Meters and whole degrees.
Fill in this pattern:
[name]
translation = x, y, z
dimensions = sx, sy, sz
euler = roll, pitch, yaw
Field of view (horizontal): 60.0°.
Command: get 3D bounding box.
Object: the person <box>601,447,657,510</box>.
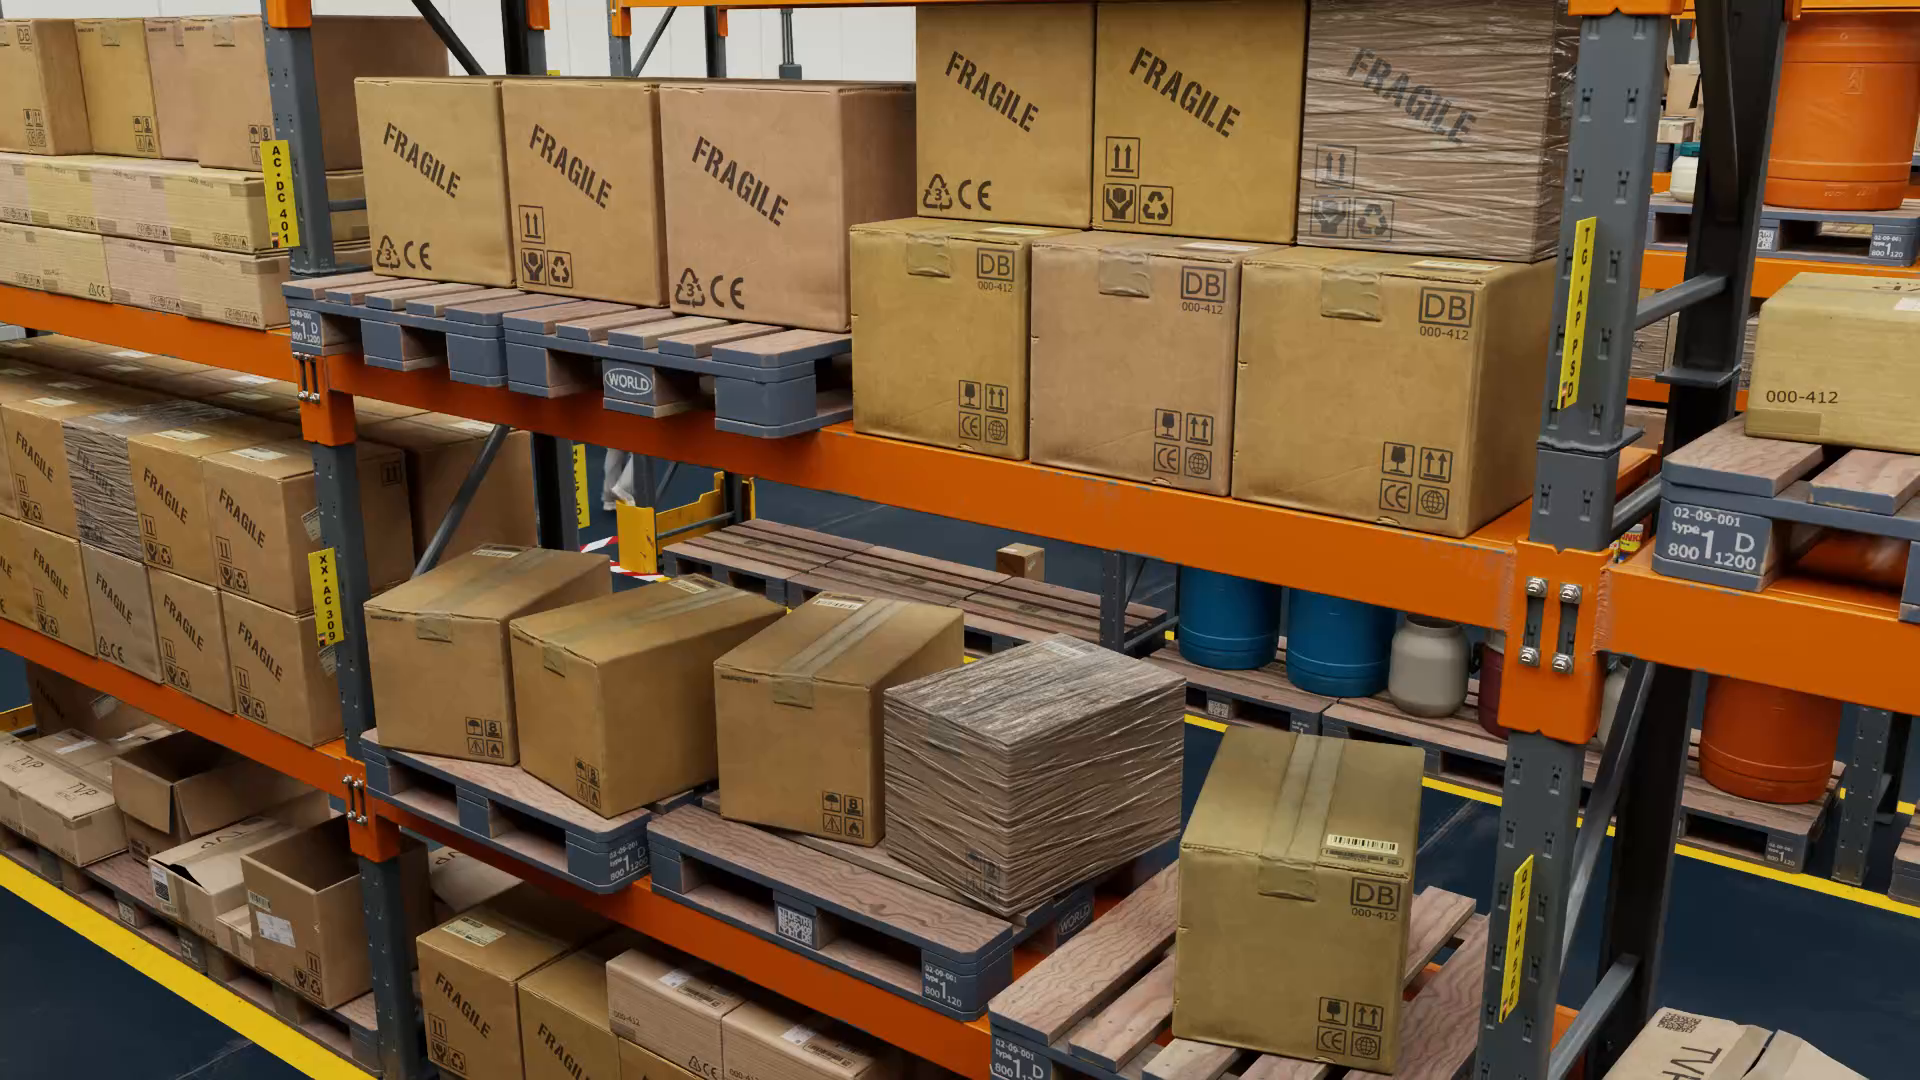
[person]
translation = -2.713, -1.053, 13.511
dimensions = 0.487, 1.693, 0.433
euler = 15, 22, 41
